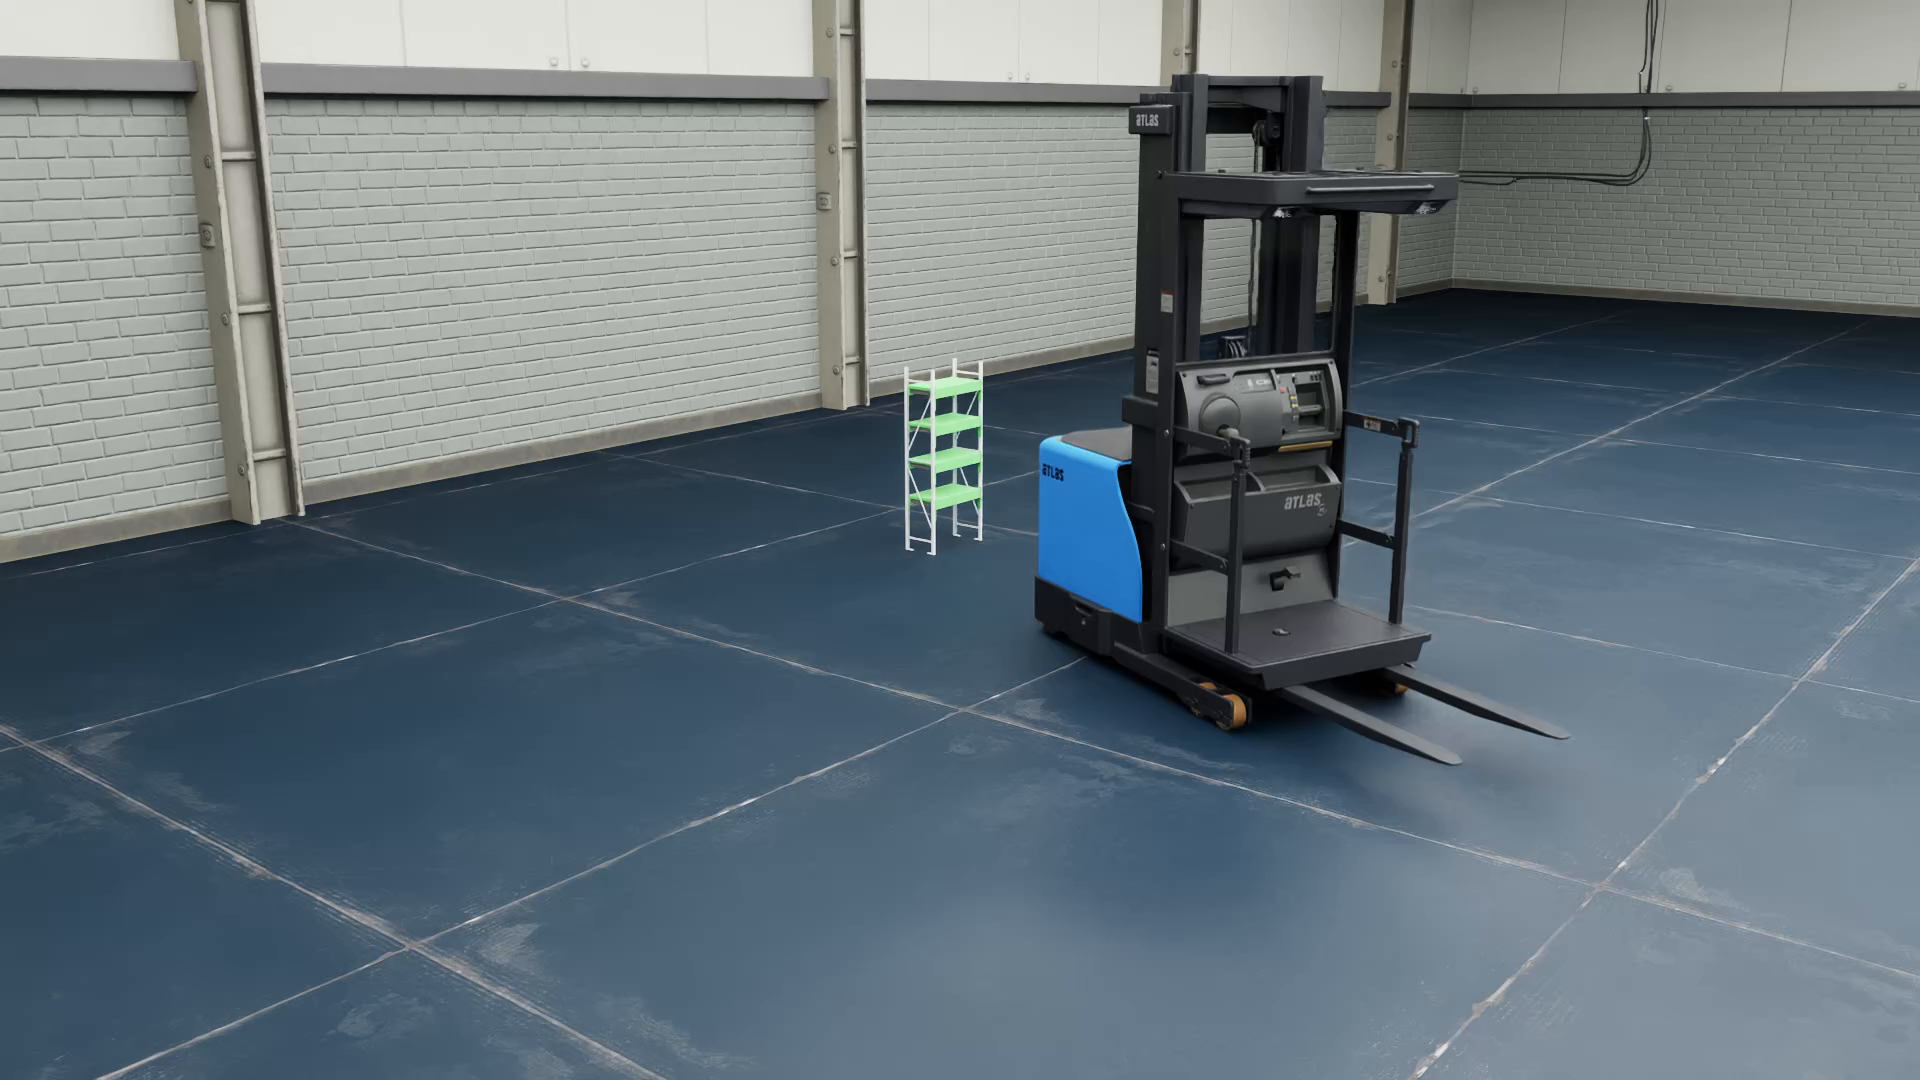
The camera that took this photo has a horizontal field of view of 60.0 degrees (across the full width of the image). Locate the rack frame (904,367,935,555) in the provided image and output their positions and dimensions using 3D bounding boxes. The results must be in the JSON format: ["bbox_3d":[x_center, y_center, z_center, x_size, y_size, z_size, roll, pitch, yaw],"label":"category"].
[{"bbox_3d":[-0.257,-0.503,10.666,0.240,1.200,0.015,11,18,38],"label":"rack frame"}]

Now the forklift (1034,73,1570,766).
[{"bbox_3d":[1.552,-0.670,7.806,1.130,2.935,3.031,-8,16,-27],"label":"forklift"}]

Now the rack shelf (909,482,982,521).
[{"bbox_3d":[-0.104,-0.255,10.925,0.258,0.148,0.480,11,18,38],"label":"rack shelf"}]

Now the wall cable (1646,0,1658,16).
[{"bbox_3d":[11.400,-8.858,23.765,3.097,2.526,0.112,11,18,38],"label":"wall cable"}]

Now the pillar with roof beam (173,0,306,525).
[{"bbox_3d":[-1.549,-3.861,8.045,9.100,9.000,0.400,11,18,38],"label":"pillar with roof beam"}]

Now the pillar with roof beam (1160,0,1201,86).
[{"bbox_3d":[5.993,-6.159,17.091,9.100,9.000,0.400,11,18,38],"label":"pillar with roof beam"}]

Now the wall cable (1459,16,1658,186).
[{"bbox_3d":[9.296,-6.829,26.034,3.097,2.526,0.112,11,18,38],"label":"wall cable"}]

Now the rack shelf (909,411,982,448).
[{"bbox_3d":[-0.104,-0.721,10.807,0.258,0.148,0.480,11,18,38],"label":"rack shelf"}]

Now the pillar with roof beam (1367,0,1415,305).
[{"bbox_3d":[9.764,-7.308,21.614,9.100,9.000,0.400,11,18,38],"label":"pillar with roof beam"}]

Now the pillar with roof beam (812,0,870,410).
[{"bbox_3d":[2.222,-5.010,12.568,9.100,9.000,0.400,11,18,38],"label":"pillar with roof beam"}]

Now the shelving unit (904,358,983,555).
[{"bbox_3d":[-0.104,-0.550,10.850,0.258,1.200,0.503,11,18,38],"label":"shelving unit"}]

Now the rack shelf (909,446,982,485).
[{"bbox_3d":[-0.104,-0.488,10.866,0.258,0.148,0.480,11,18,38],"label":"rack shelf"}]

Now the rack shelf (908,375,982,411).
[{"bbox_3d":[-0.104,-0.953,10.748,0.258,0.148,0.480,11,18,38],"label":"rack shelf"}]

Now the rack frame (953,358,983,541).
[{"bbox_3d":[0.049,-0.597,11.034,0.240,1.200,0.015,11,18,38],"label":"rack frame"}]
